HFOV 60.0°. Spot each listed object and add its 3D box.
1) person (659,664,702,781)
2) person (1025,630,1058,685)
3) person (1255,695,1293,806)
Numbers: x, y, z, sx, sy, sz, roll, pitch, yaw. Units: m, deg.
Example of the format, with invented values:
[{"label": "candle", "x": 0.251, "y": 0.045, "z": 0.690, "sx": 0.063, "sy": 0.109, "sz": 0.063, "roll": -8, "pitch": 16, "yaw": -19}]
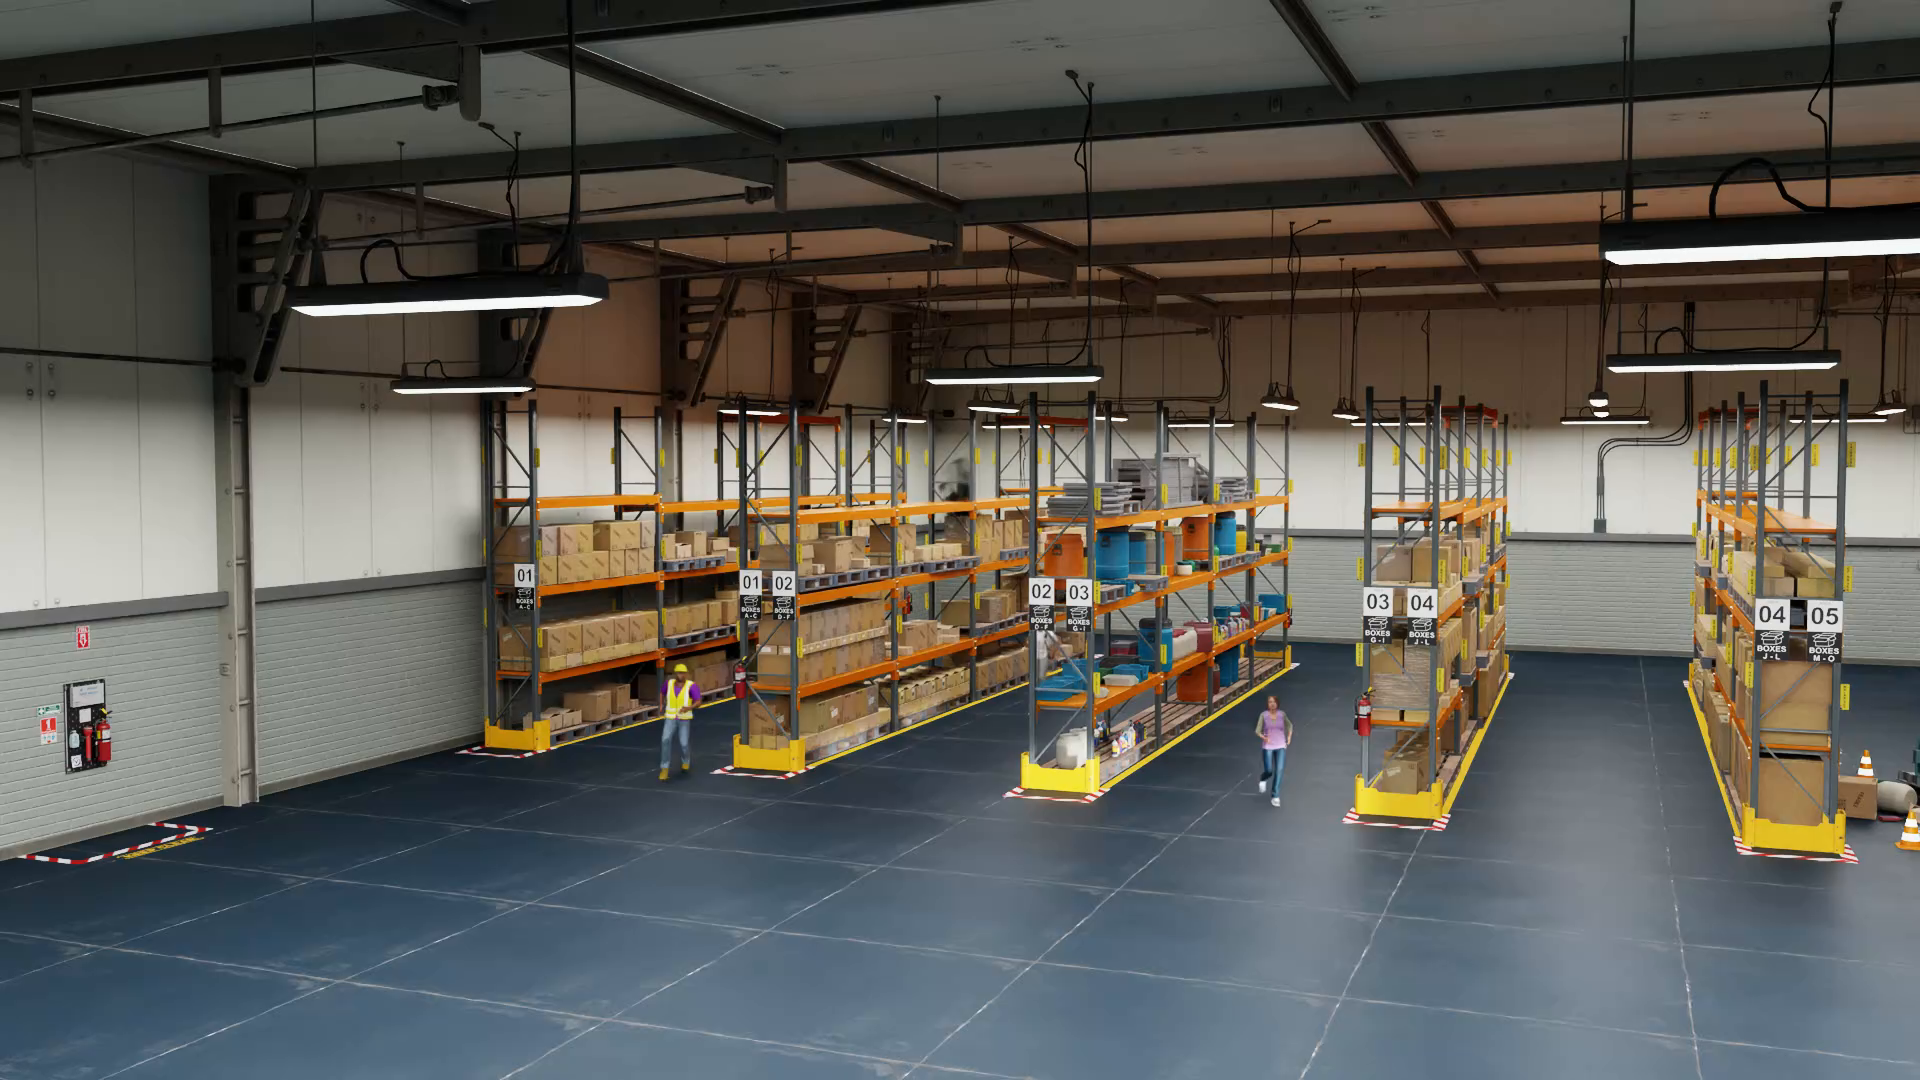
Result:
[{"label": "person", "x": -4.413, "y": 2.839, "z": 26.145, "sx": 0.703, "sy": 1.801, "sz": 0.832, "roll": 0, "pitch": 3, "yaw": 1}, {"label": "person", "x": 1.538, "y": 2.331, "z": 31.832, "sx": 0.584, "sy": 1.805, "sz": 0.699, "roll": 1, "pitch": 3, "yaw": 17}, {"label": "person", "x": 4.578, "y": 3.040, "z": 24.158, "sx": 0.554, "sy": 1.541, "sz": 0.768, "roll": 0, "pitch": 3, "yaw": 5}]
